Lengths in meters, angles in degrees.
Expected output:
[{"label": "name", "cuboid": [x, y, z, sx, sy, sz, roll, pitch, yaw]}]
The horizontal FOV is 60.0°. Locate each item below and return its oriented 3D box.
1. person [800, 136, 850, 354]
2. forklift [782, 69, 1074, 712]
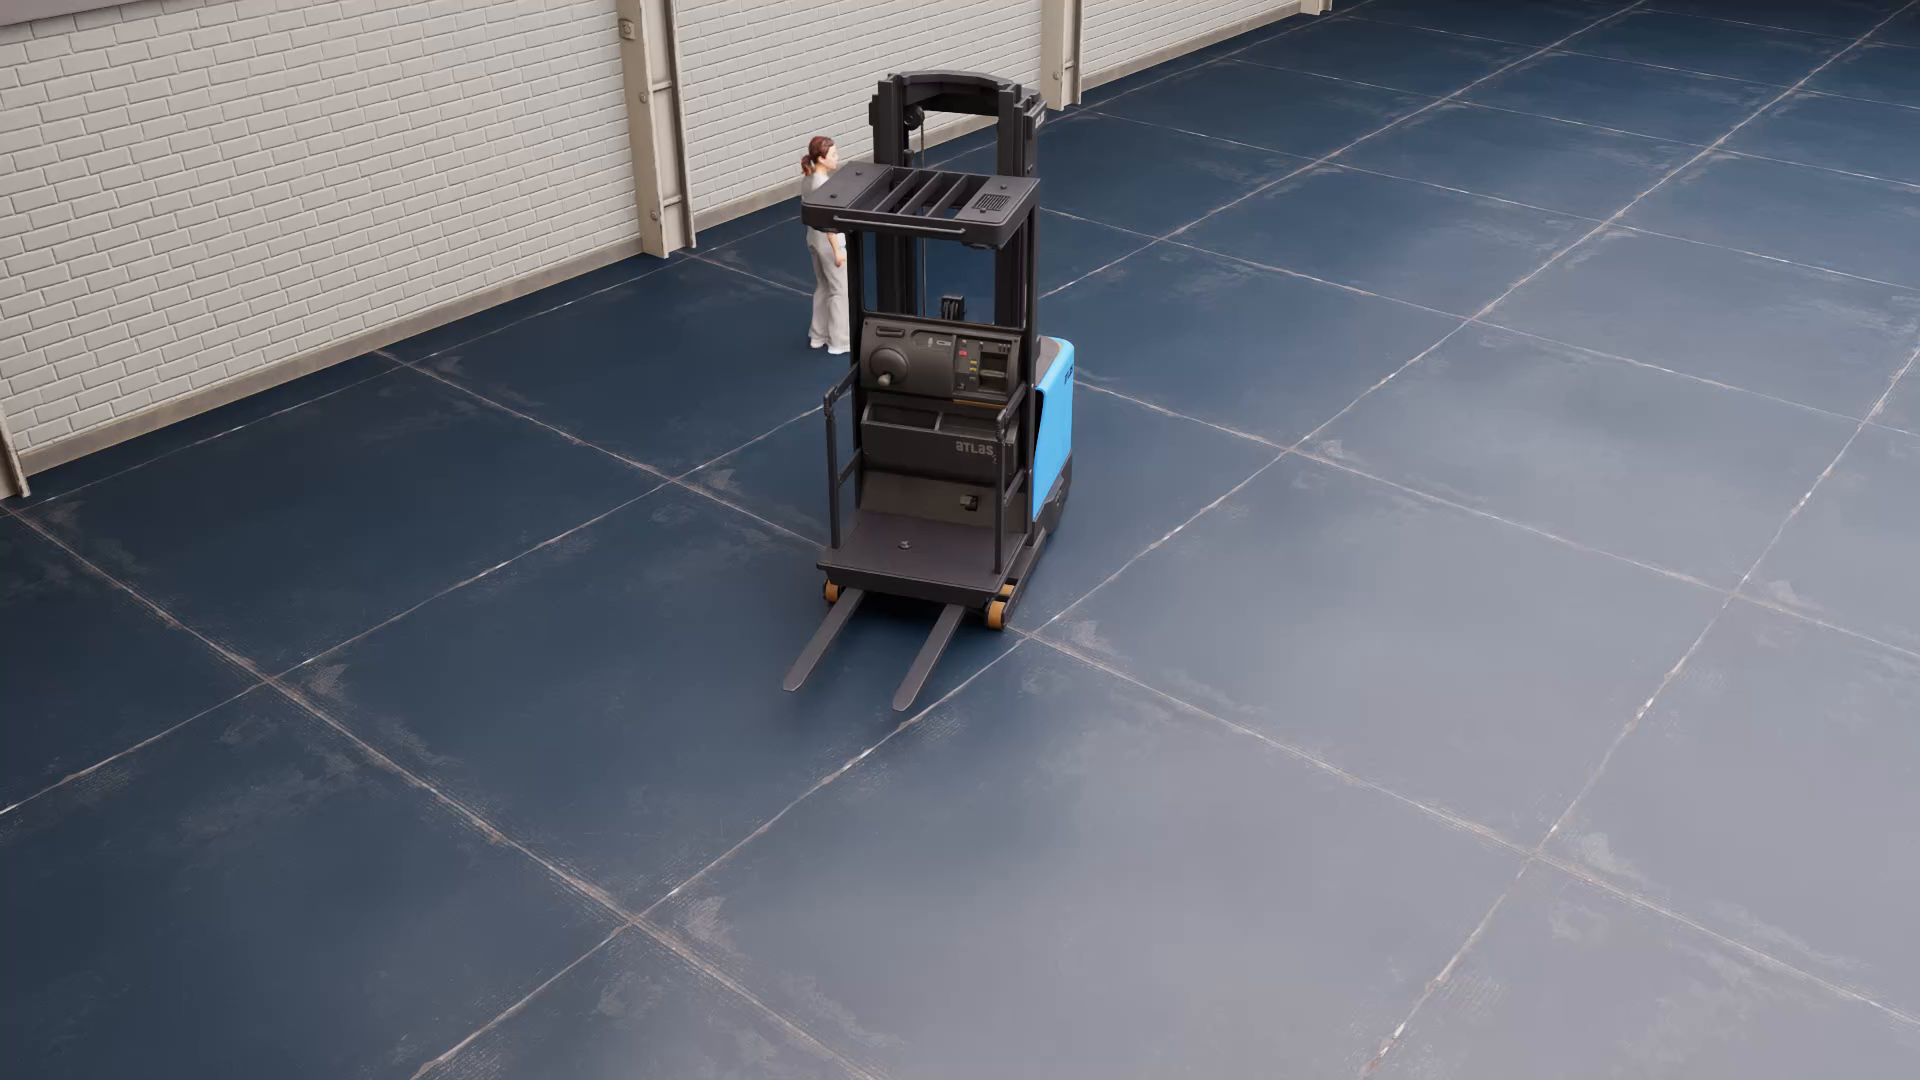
[{"label": "person", "cuboid": [-0.989, -2.253, 12.699, 0.405, 1.672, 0.543, -15, 33, -24]}, {"label": "forklift", "cuboid": [-0.176, -0.972, 9.258, 1.130, 2.935, 3.031, 9, 31, 14]}]
